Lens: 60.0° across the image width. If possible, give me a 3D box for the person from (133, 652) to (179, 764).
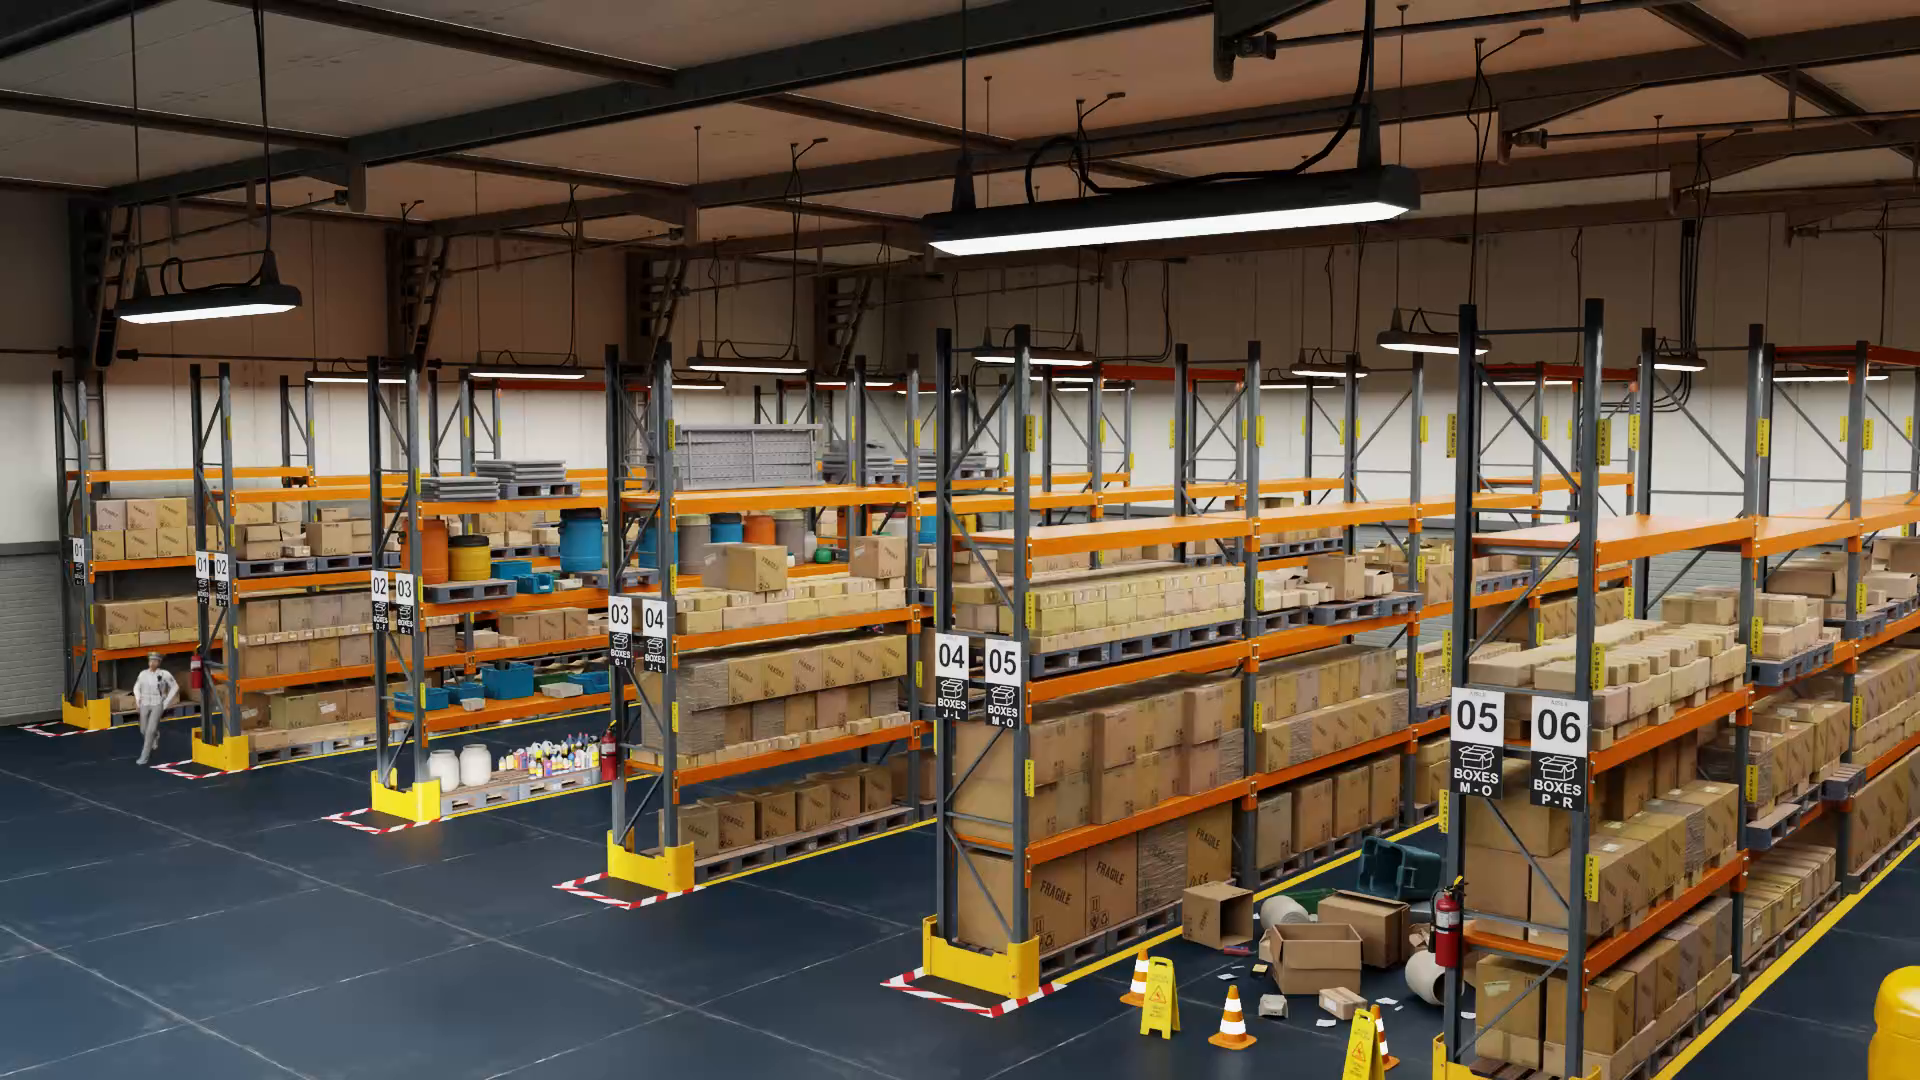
[{"bbox_3d":[-12.241,2.524,25.314,0.643,1.685,0.749,0,4,-7],"label":"person"}]
